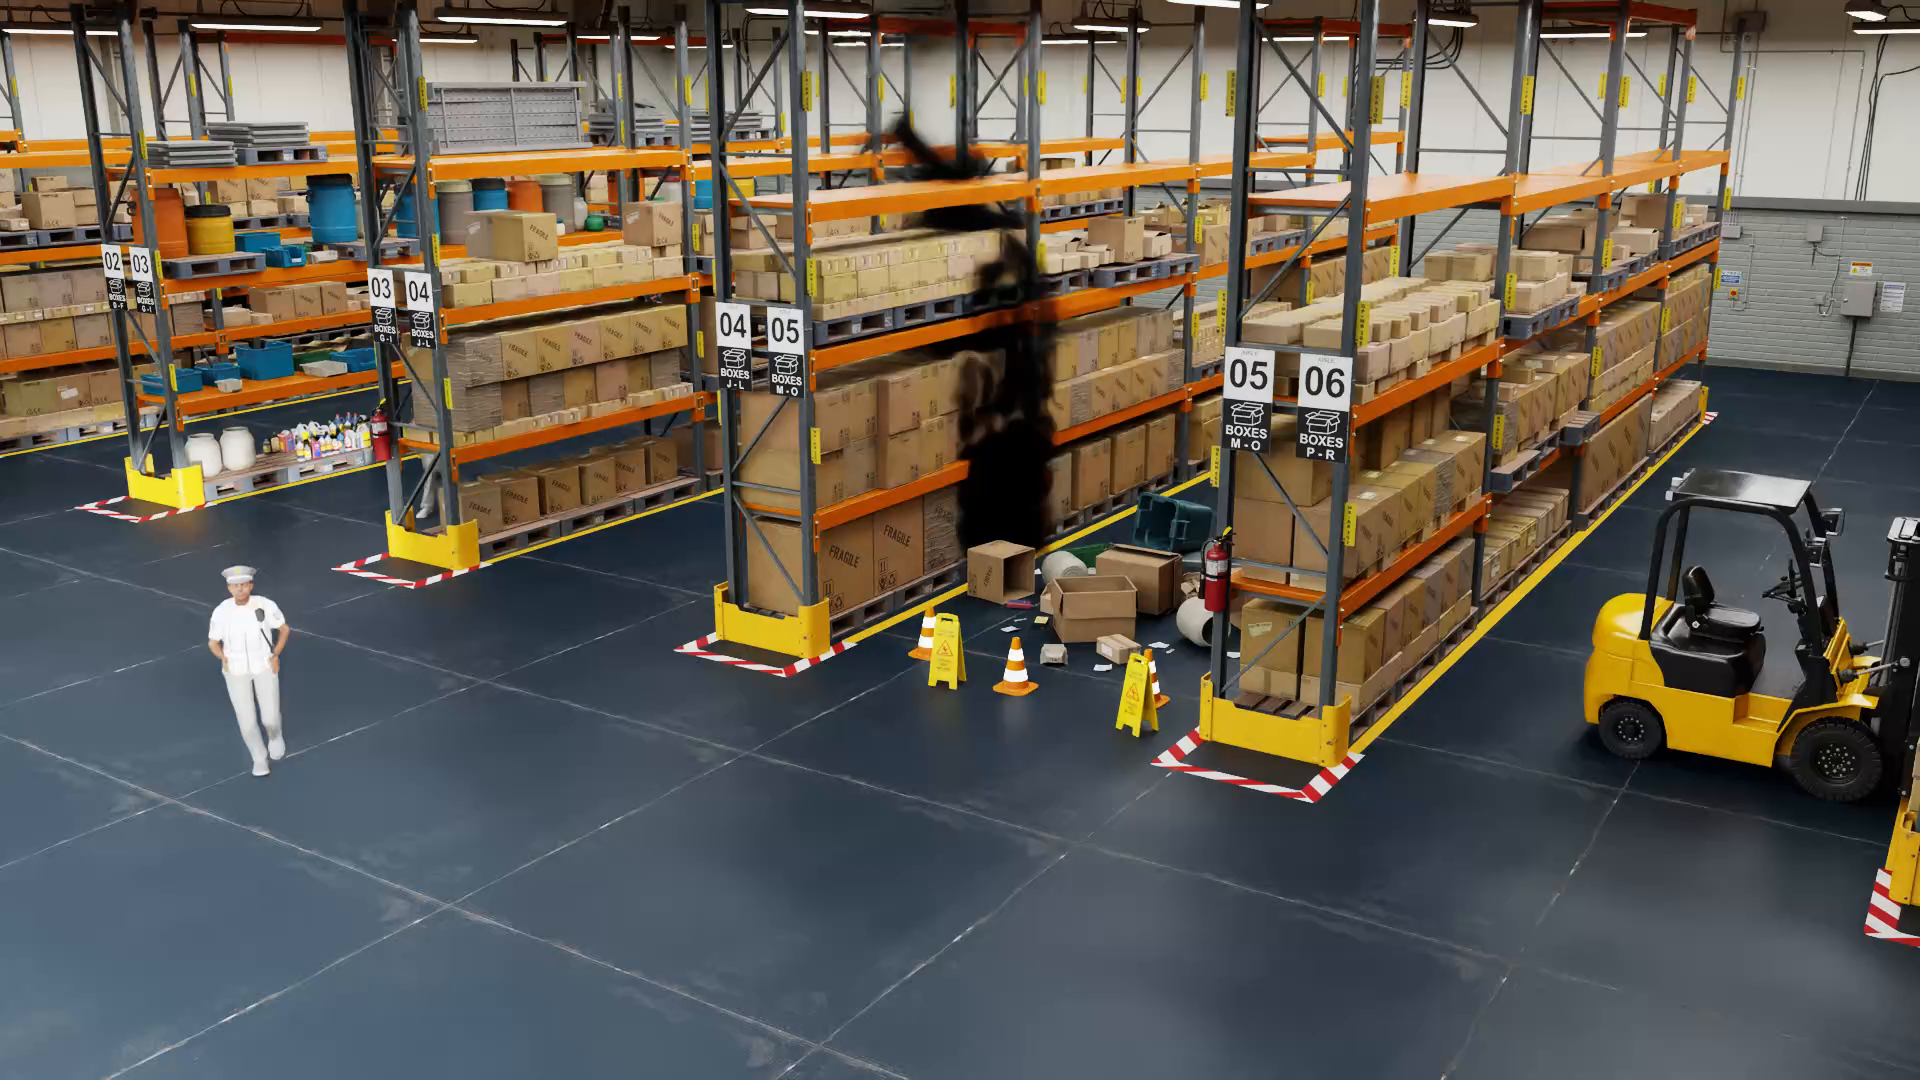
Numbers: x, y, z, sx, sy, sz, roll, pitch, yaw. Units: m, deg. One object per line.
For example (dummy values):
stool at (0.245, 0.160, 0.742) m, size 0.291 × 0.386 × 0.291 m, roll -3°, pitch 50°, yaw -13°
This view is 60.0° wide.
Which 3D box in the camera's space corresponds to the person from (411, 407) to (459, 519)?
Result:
person at (-6.433, -1.170, 20.342) m, size 0.568 × 1.672 × 0.922 m, roll 5°, pitch 16°, yaw 18°

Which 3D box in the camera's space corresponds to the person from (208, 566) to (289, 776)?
person at (-5.350, 0.993, 12.553) m, size 0.570 × 1.654 × 0.538 m, roll -5°, pitch 16°, yaw -19°
